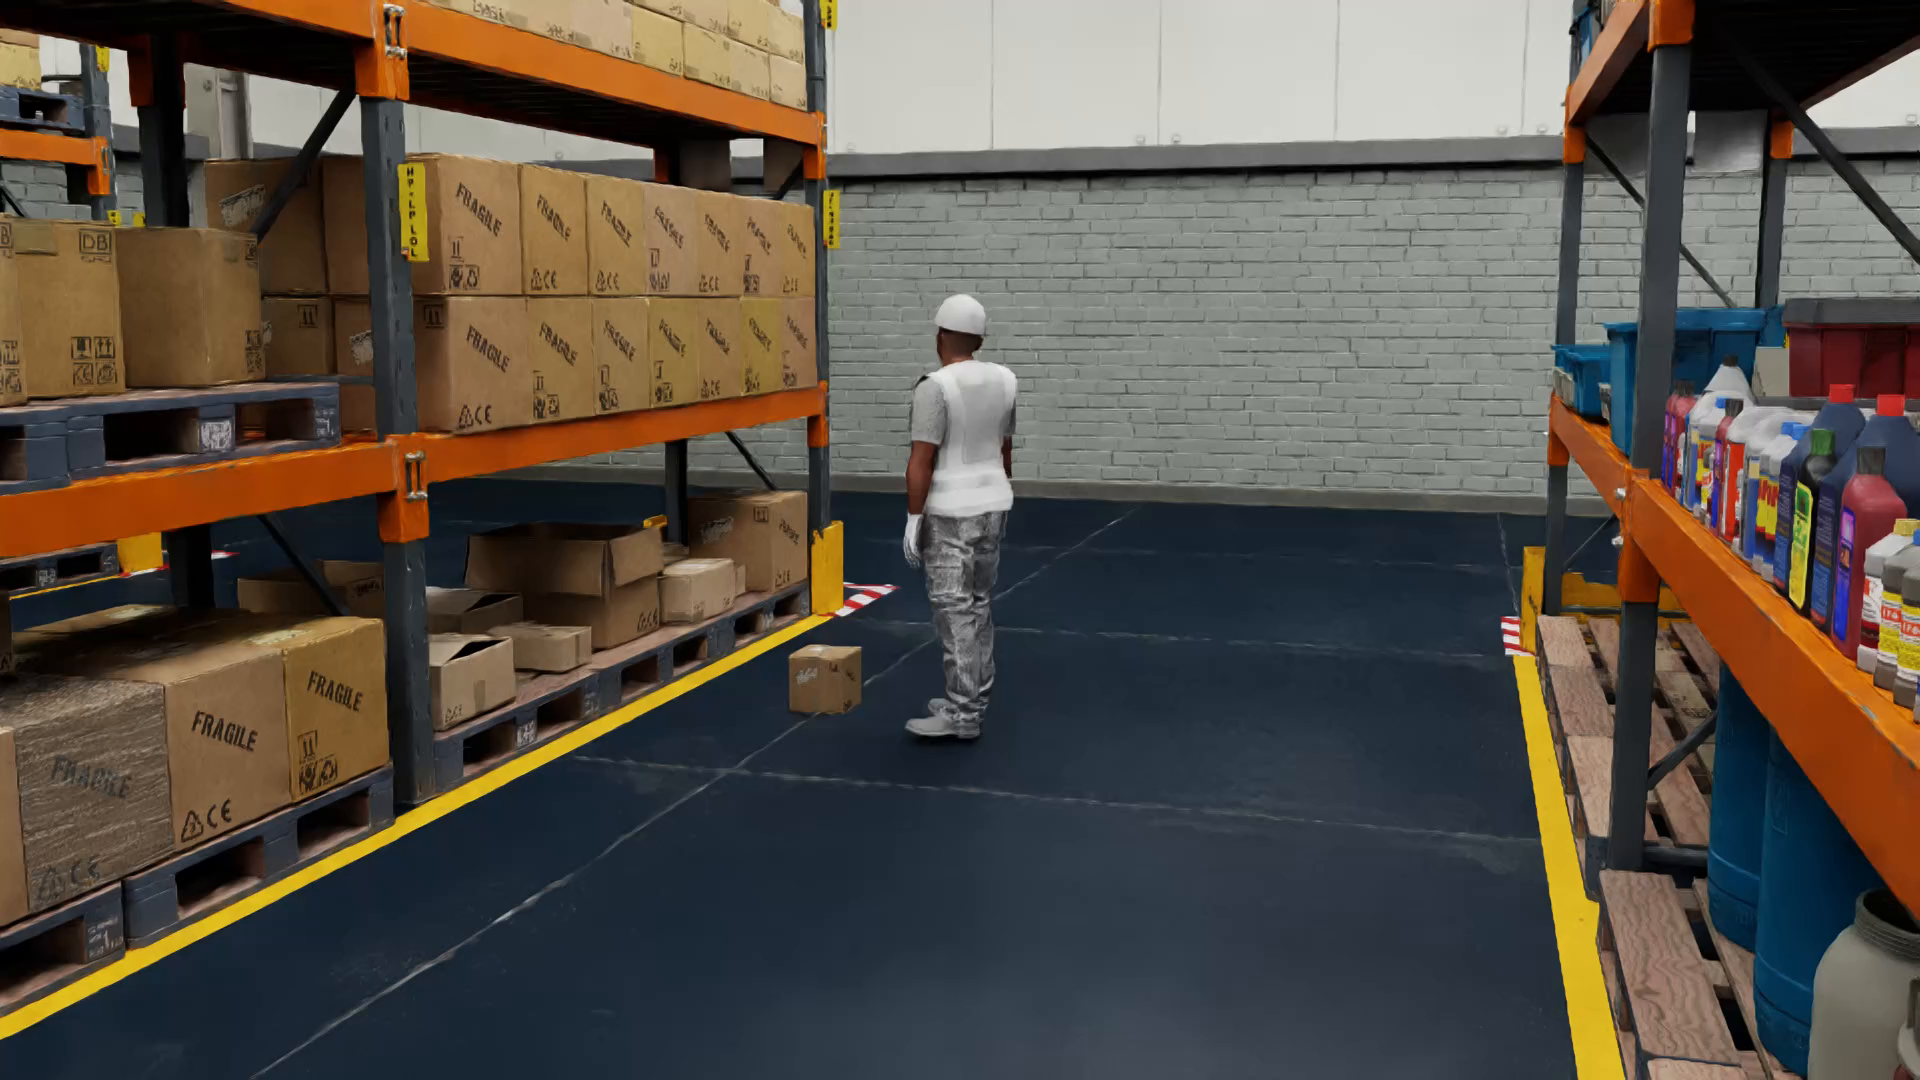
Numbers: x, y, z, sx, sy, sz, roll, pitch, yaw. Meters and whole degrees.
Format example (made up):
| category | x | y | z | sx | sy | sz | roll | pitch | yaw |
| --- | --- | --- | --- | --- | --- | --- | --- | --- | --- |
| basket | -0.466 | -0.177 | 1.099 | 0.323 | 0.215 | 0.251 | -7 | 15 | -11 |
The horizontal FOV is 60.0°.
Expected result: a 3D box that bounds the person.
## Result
| category | x | y | z | sx | sy | sz | roll | pitch | yaw |
| --- | --- | --- | --- | --- | --- | --- | --- | --- | --- |
| person | -0.041 | -0.104 | 6.795 | 0.436 | 1.787 | 0.651 | 7 | 11 | 40 |
